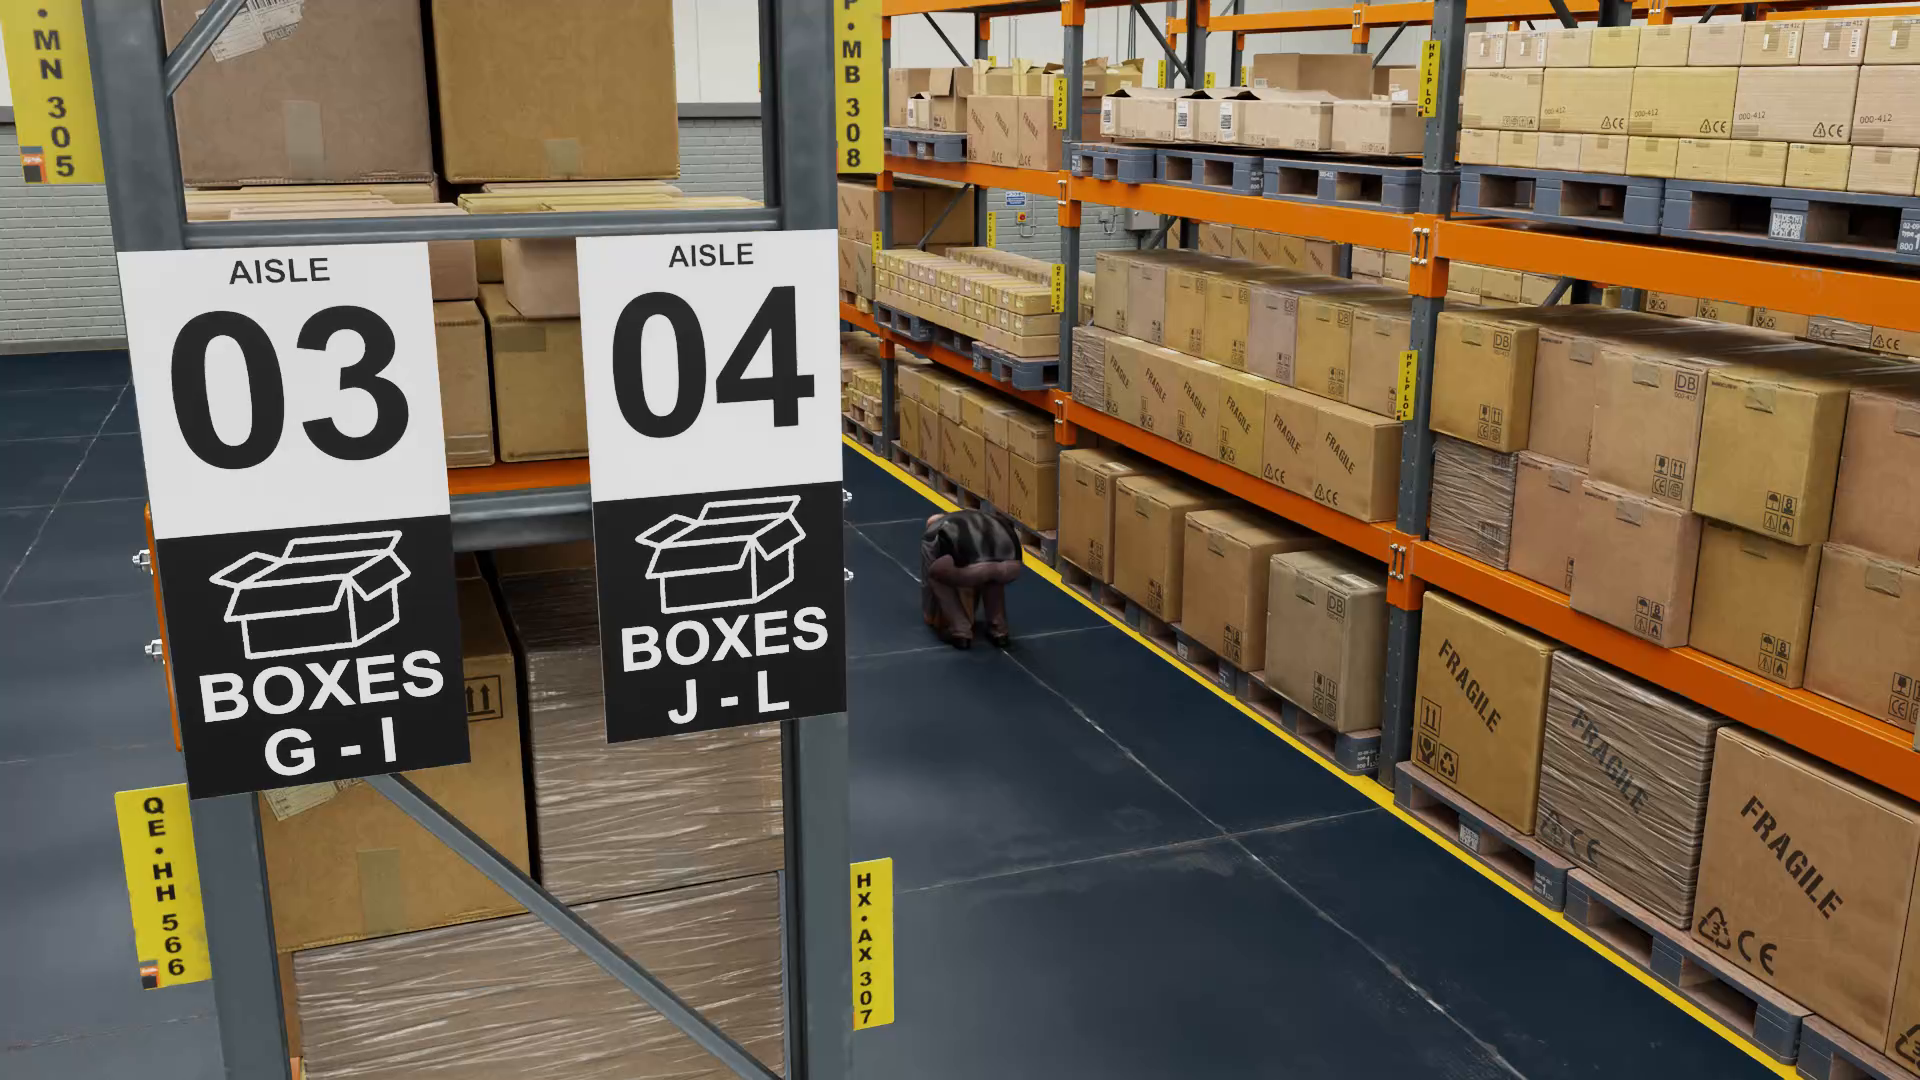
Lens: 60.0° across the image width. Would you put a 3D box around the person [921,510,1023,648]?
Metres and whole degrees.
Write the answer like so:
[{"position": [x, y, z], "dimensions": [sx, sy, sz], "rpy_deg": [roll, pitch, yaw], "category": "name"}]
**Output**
[{"position": [0.042, 0.216, 10.491], "dimensions": [0.500, 0.849, 0.952], "rpy_deg": [-6, 17, -22], "category": "person"}]
